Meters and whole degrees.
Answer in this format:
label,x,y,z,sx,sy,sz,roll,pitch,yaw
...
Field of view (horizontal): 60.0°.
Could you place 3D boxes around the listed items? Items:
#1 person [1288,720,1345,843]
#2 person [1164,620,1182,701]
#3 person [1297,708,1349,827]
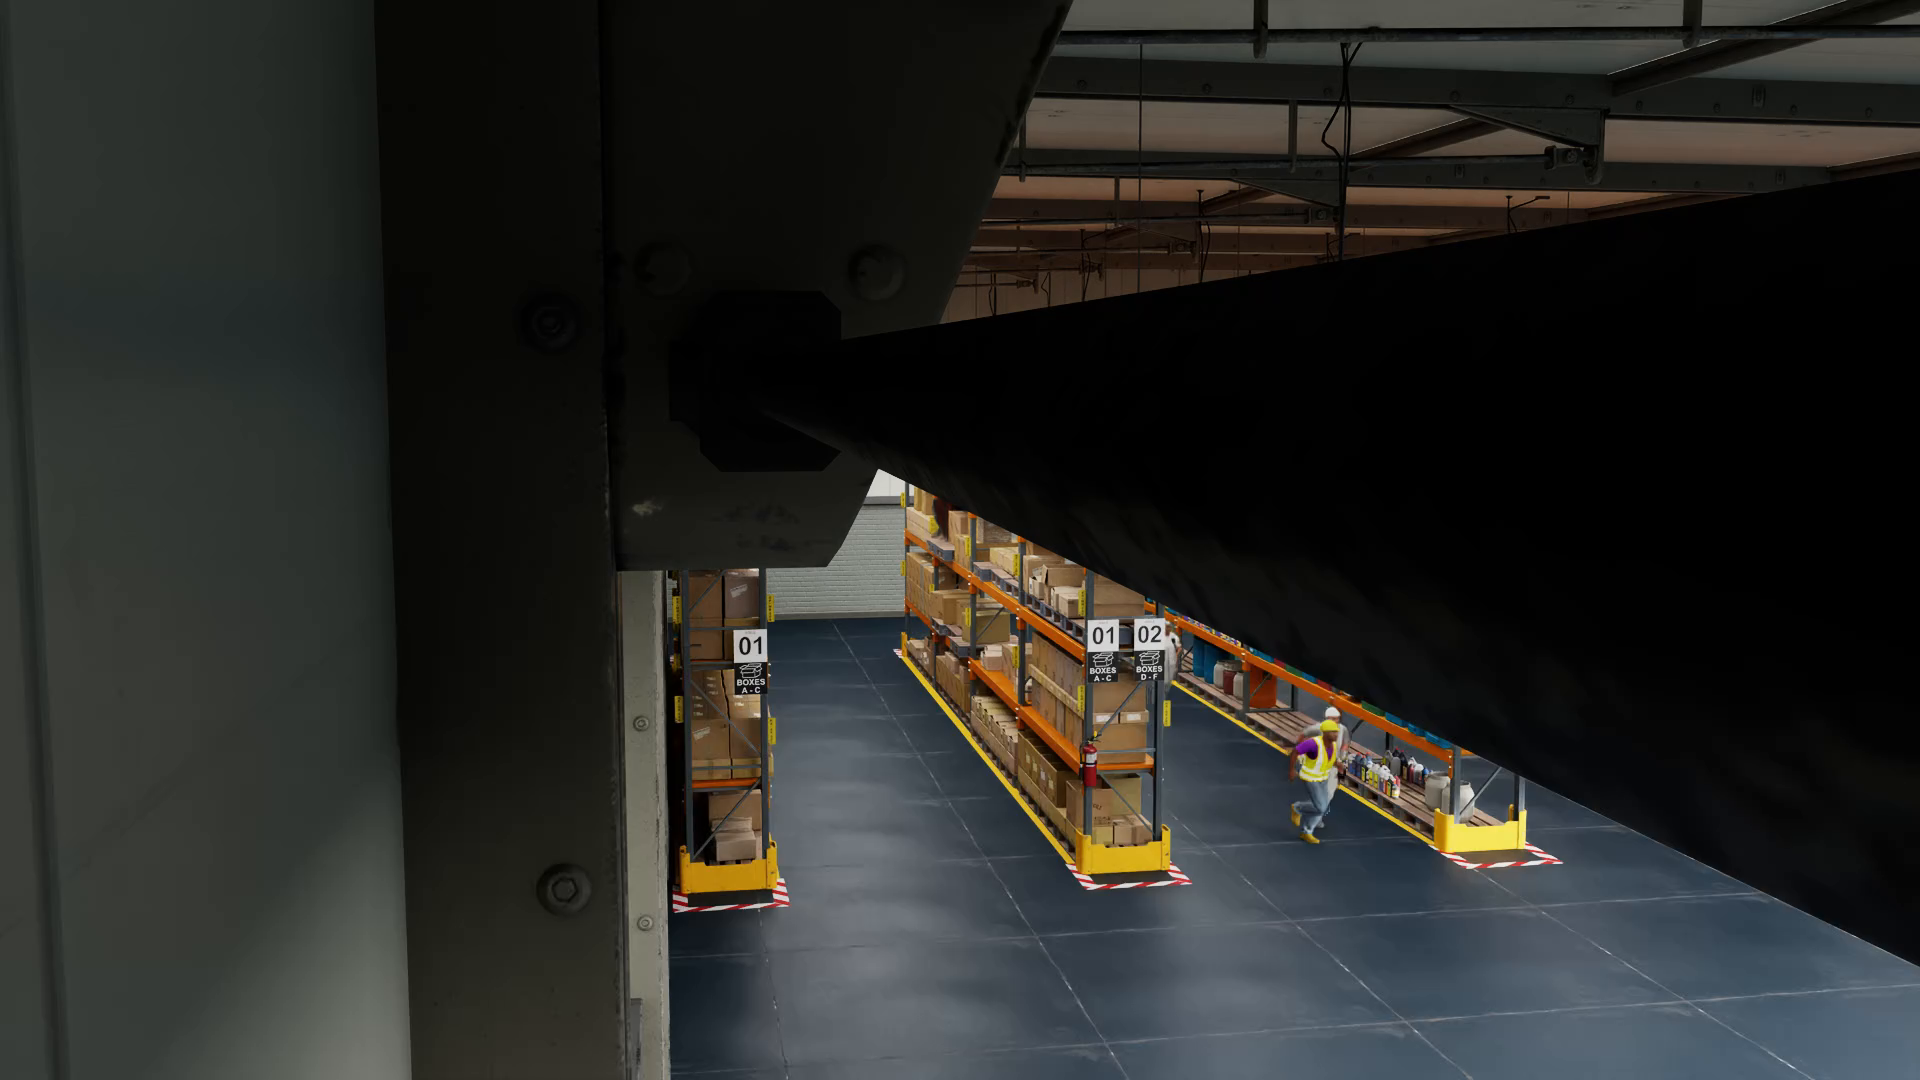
label,x,y,z,sx,sy,sz,roll,pitch,yaw
person,4.760,3.208,22.185,0.689,1.686,0.737,-5,8,-42
person,3.841,2.317,30.891,0.580,1.658,0.638,-1,6,-11
person,5.033,3.119,22.926,0.651,1.707,0.743,-2,6,-16
